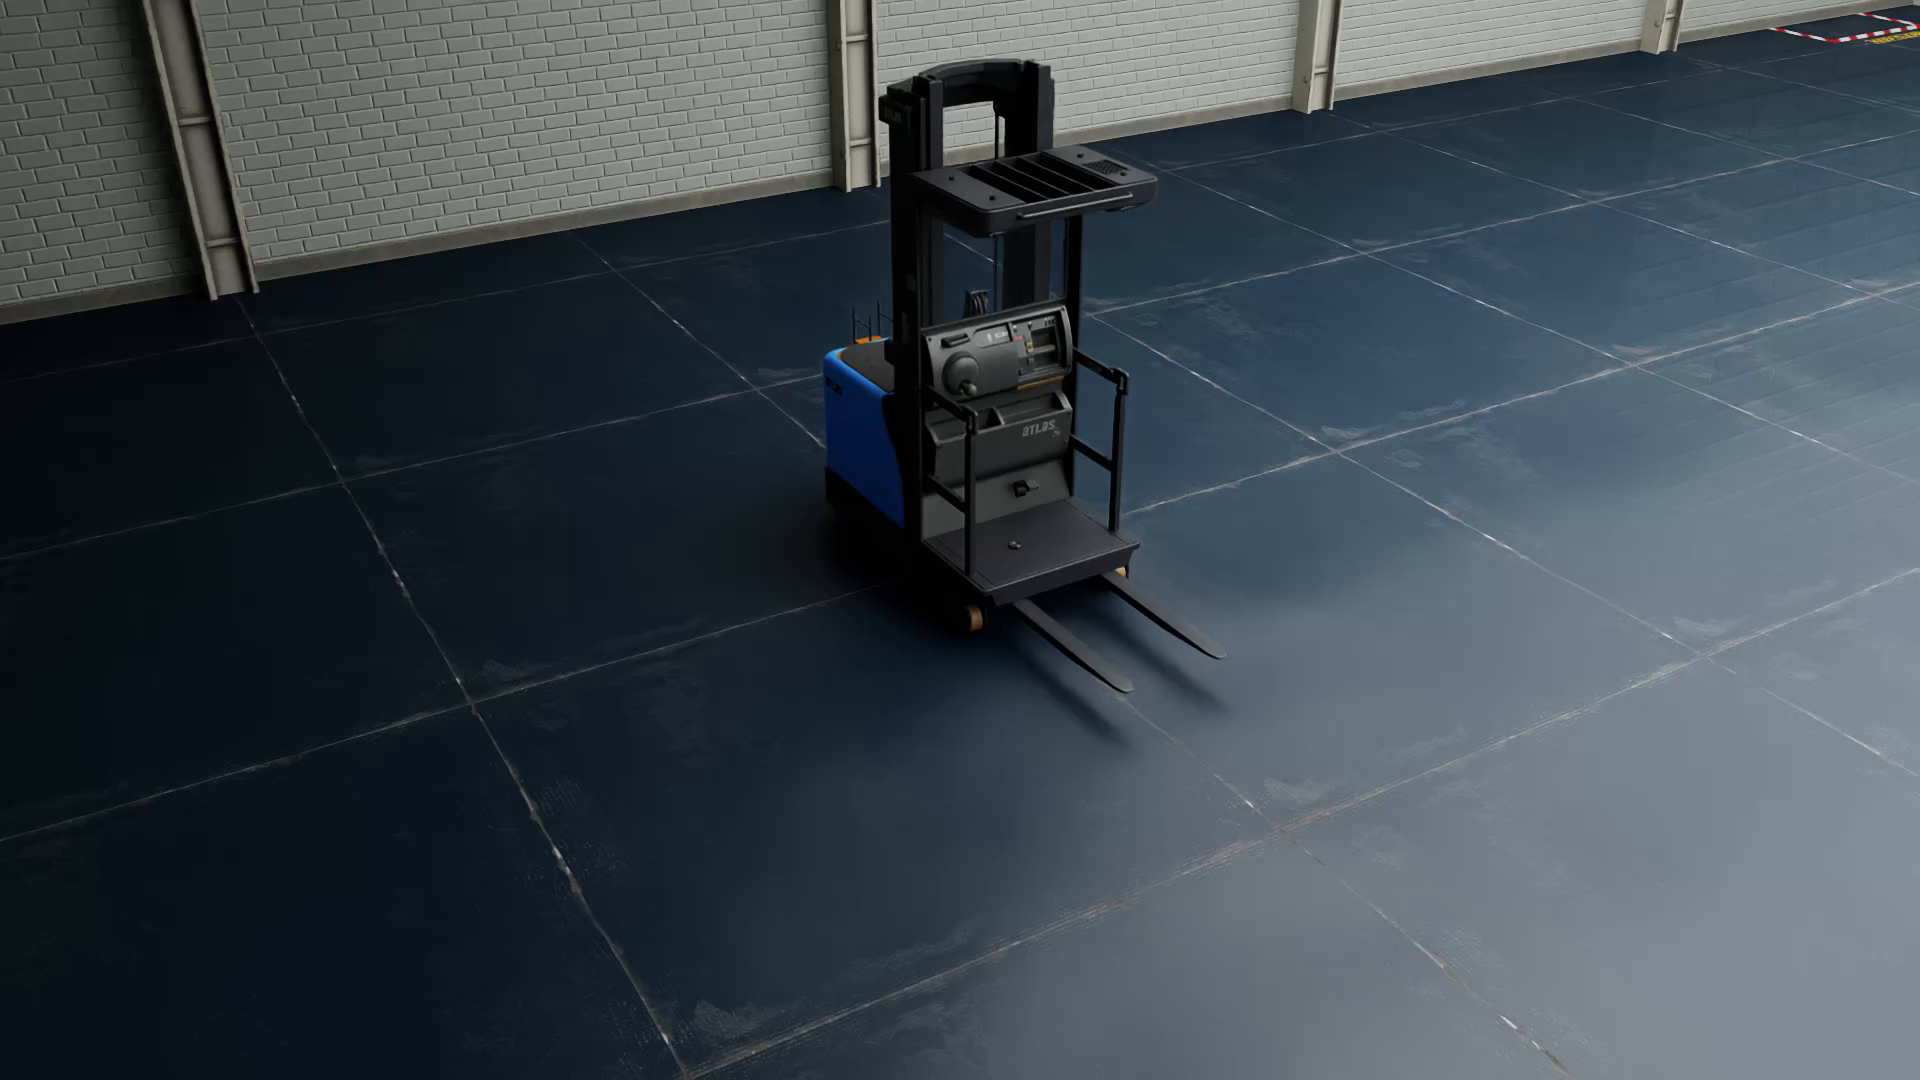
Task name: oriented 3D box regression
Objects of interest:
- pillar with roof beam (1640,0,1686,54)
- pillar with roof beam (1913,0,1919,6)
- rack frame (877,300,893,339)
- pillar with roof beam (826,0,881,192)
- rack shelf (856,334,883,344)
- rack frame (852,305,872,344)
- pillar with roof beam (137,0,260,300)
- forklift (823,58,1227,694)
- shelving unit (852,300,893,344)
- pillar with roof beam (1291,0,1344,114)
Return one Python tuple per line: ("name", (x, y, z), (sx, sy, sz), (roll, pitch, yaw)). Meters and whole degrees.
("pillar with roof beam", (11.481, -8.681, 16.766), (0.400, 9.000, 9.100), (-16, 33, -26))
("pillar with roof beam", (16.654, -10.150, 19.427), (0.400, 9.000, 9.100), (-16, 33, -26))
("rack frame", (-0.464, -0.964, 10.853), (0.006, 1.200, 0.240), (-16, 33, -27))
("pillar with roof beam", (1.135, -5.744, 11.443), (0.400, 9.000, 9.100), (-16, 33, -26))
("rack shelf", (-0.542, -1.217, 10.659), (0.180, 0.103, 0.258), (-16, 33, -27))
("rack frame", (-0.620, -0.918, 10.769), (0.006, 1.200, 0.240), (-16, 33, -27))
("pillar with roof beam", (-4.038, -4.275, 8.782), (0.400, 9.000, 9.100), (-16, 33, -26))
("forklift", (0.338, -1.016, 9.157), (1.130, 2.935, 3.031), (-16, 33, -27))
("shelving unit", (-0.542, -0.941, 10.811), (0.189, 1.200, 0.258), (-16, 33, -27))
("pillar with roof beam", (6.308, -7.213, 14.105), (0.400, 9.000, 9.100), (-16, 33, -26))
